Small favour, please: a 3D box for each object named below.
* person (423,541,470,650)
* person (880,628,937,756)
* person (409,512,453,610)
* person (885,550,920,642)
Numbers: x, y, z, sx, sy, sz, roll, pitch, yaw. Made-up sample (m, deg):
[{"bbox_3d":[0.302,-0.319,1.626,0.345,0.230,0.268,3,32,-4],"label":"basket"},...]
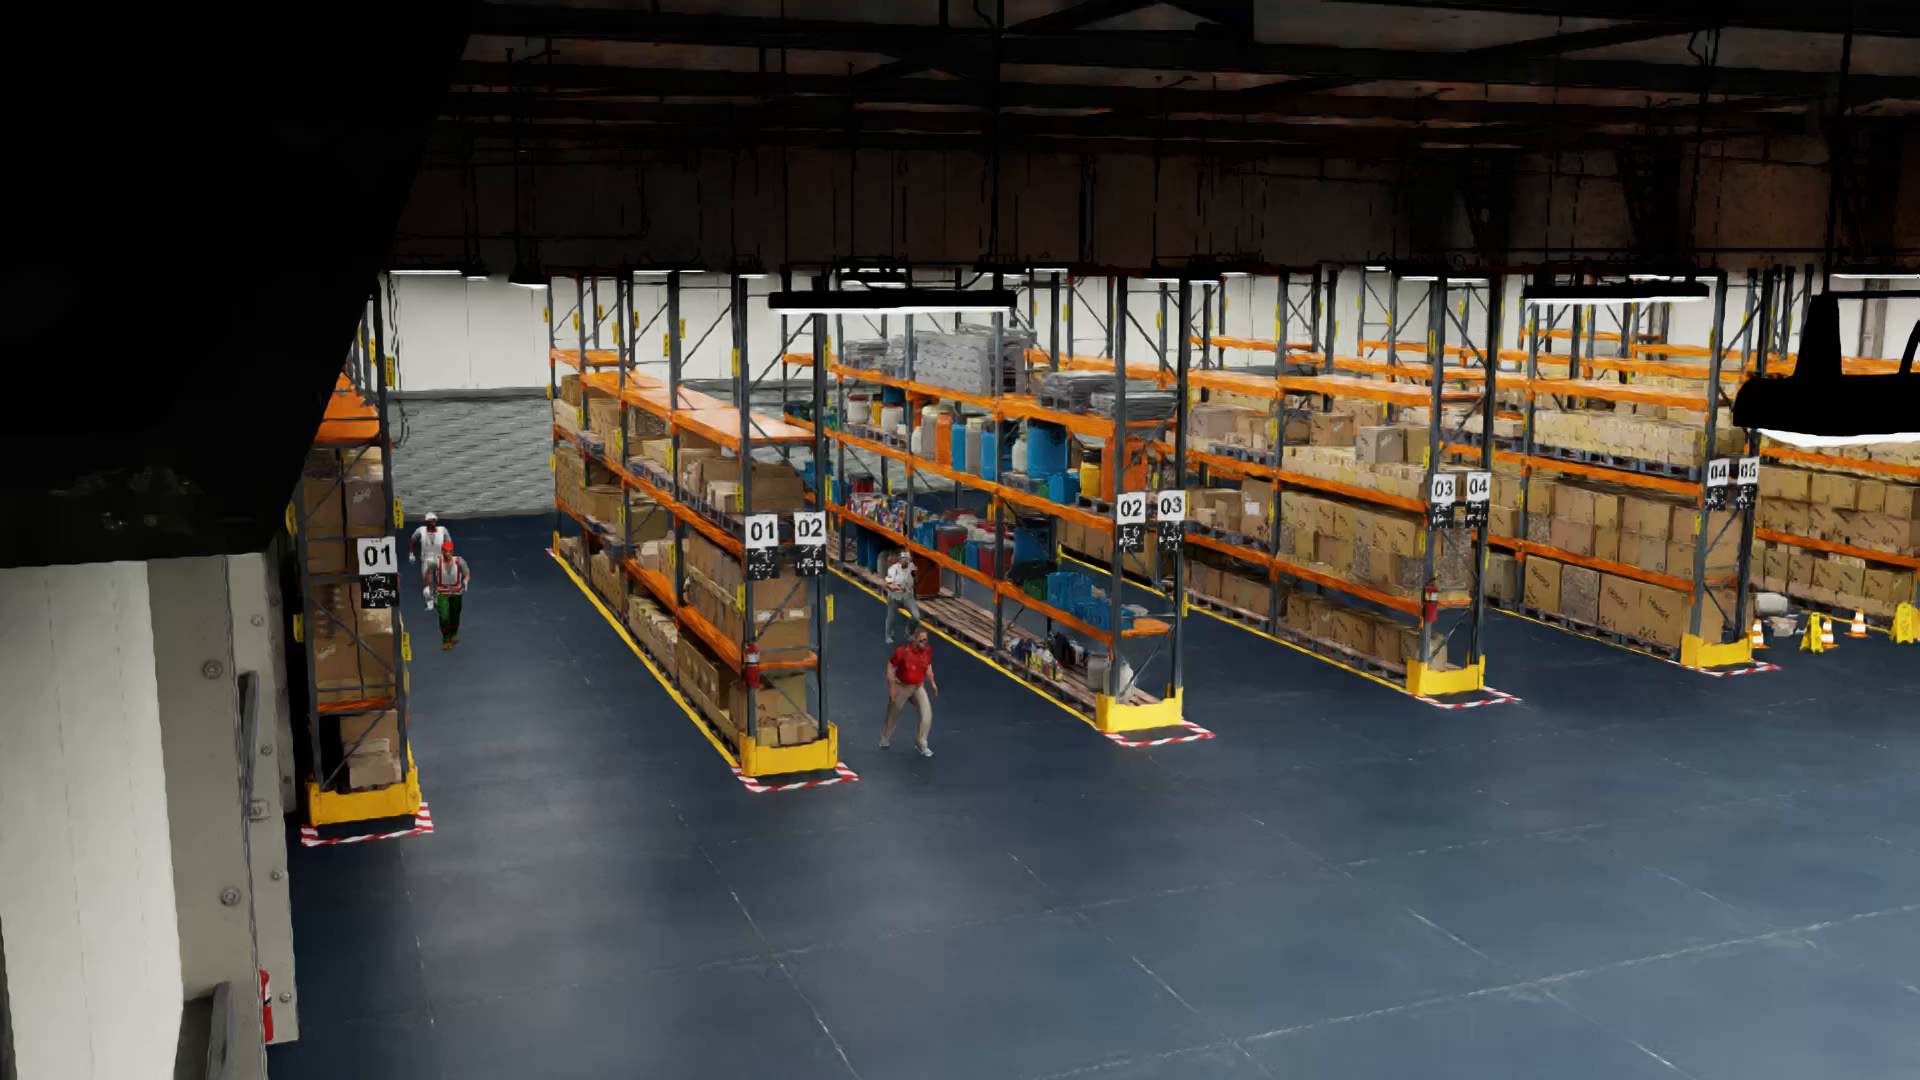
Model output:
[{"bbox_3d":[-8.237,0.854,26.761,0.710,1.728,0.816,-5,11,-25],"label":"person"},{"bbox_3d":[-0.659,1.883,21.236,0.670,1.640,0.834,-6,11,-30],"label":"person"},{"bbox_3d":[-9.435,0.340,29.720,0.730,1.721,0.822,-5,11,-25],"label":"person"},{"bbox_3d":[-0.925,0.920,26.830,0.601,1.581,0.871,-3,10,-15],"label":"person"}]
